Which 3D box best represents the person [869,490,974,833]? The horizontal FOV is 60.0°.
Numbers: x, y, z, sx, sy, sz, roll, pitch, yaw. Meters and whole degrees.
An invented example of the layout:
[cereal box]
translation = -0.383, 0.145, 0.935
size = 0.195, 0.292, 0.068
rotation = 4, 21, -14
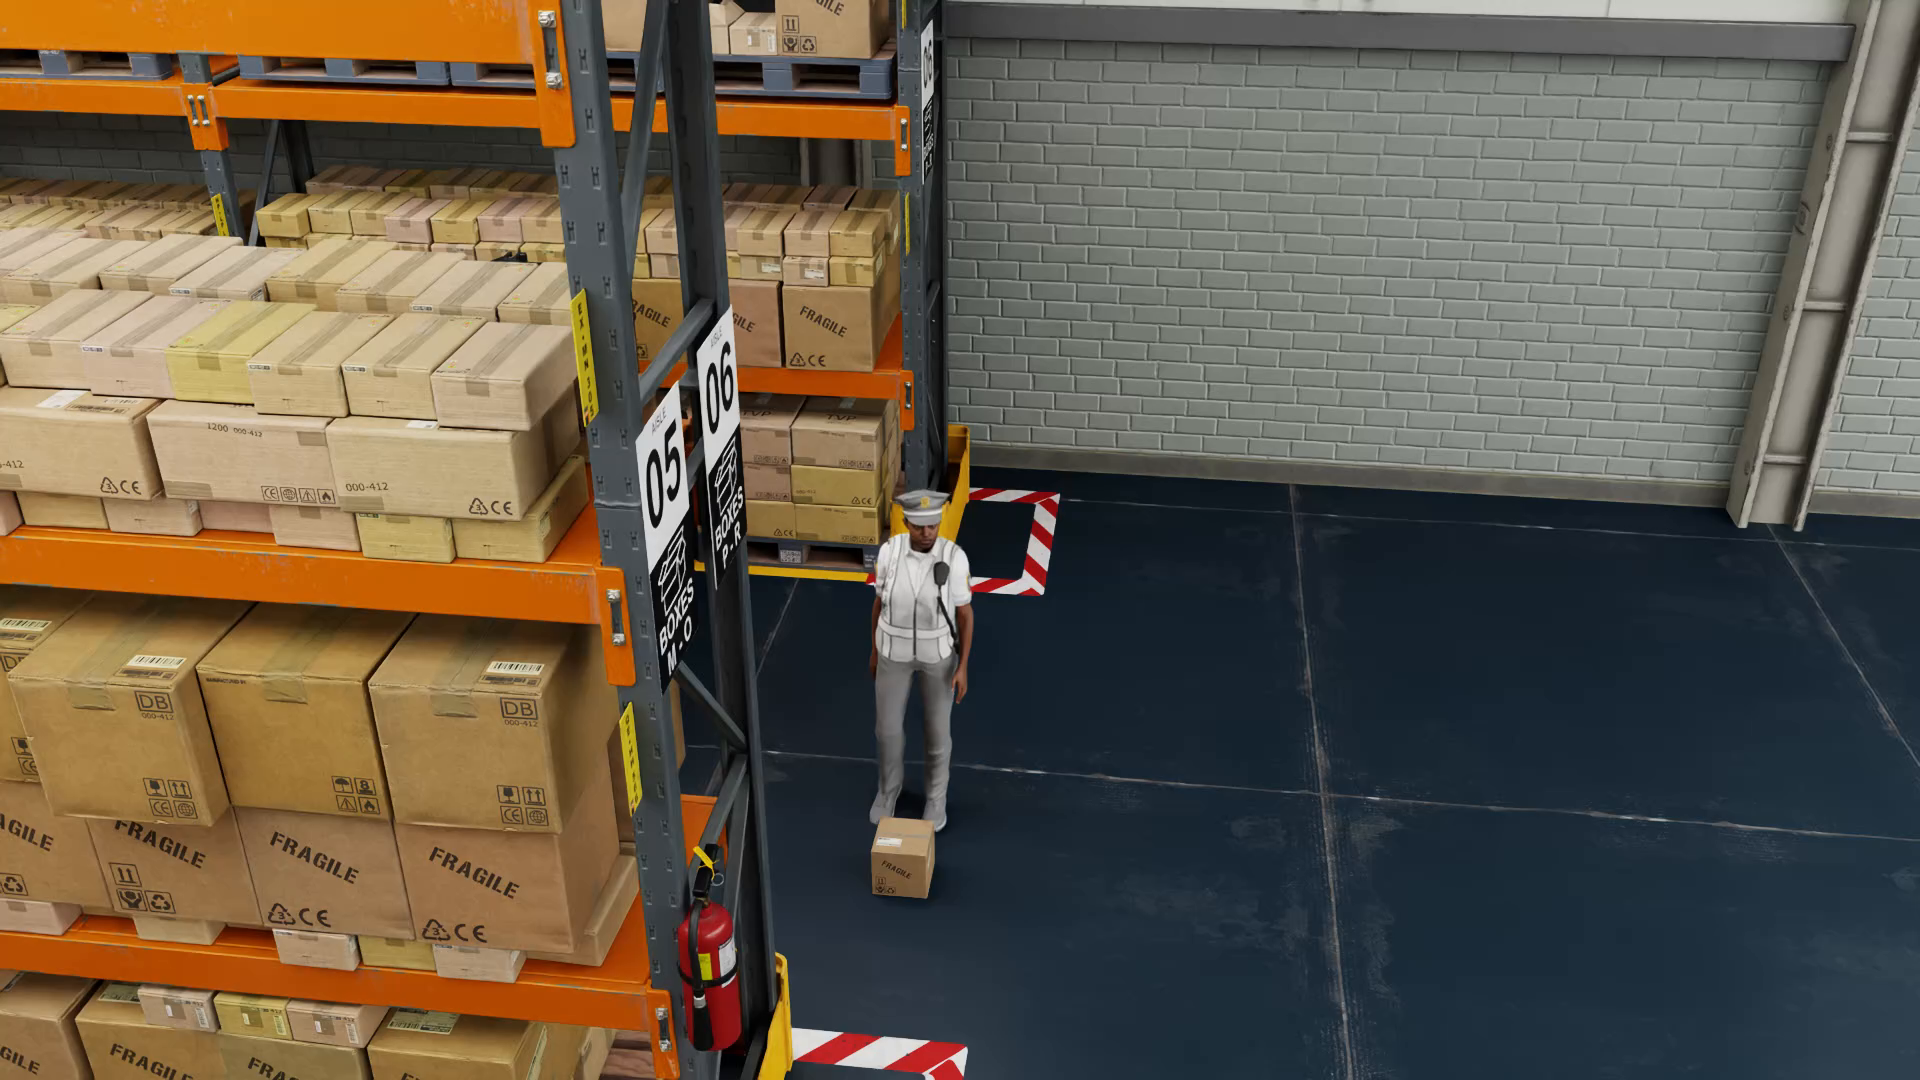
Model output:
[person]
translation = -0.187, 0.574, 7.654
size = 0.496, 1.759, 0.426
rotation = 3, 29, 5
